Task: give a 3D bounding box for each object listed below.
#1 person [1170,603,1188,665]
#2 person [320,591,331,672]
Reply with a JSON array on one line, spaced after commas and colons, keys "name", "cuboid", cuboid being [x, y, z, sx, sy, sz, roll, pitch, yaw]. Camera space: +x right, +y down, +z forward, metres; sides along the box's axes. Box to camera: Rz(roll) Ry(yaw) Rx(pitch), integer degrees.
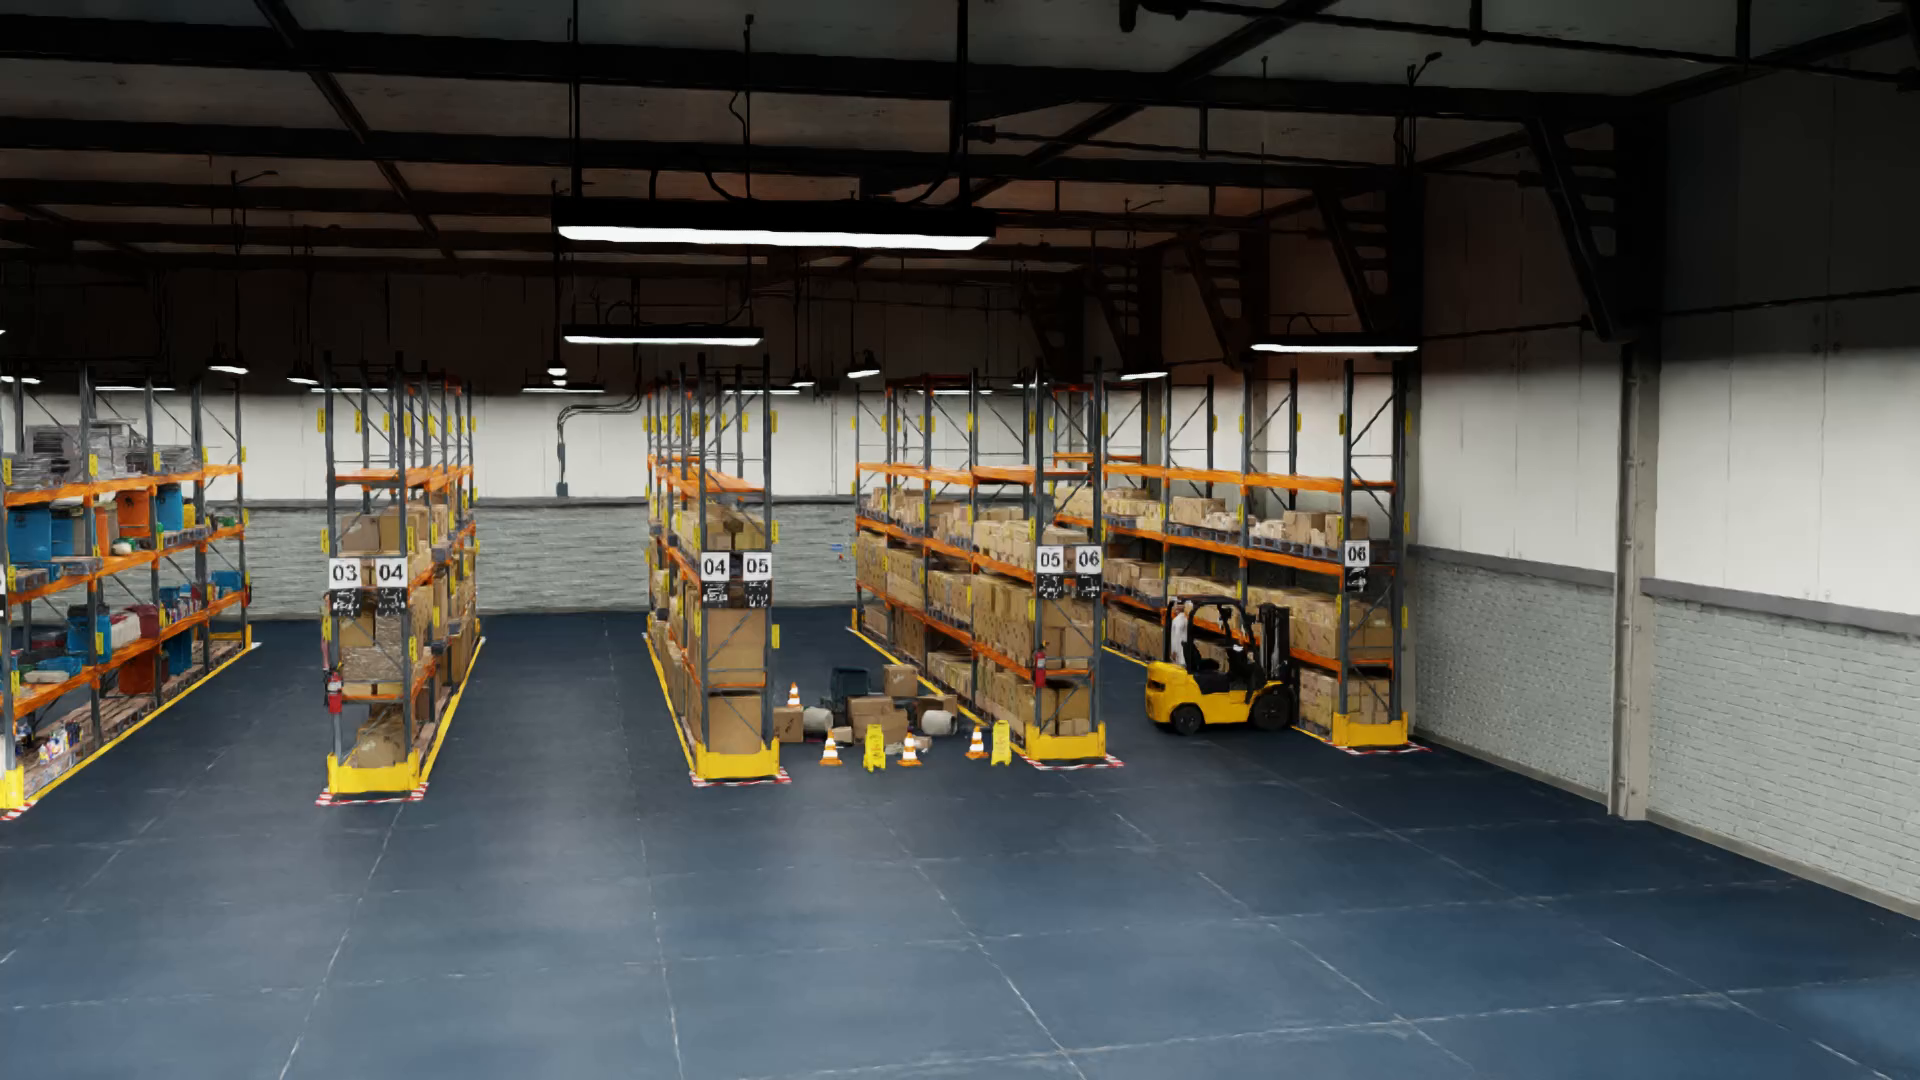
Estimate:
[{"name": "person", "cuboid": [3.943, 1.999, 30.160, 0.641, 1.772, 0.693, 1, 4, 12]}, {"name": "person", "cuboid": [-12.782, 1.840, 33.815, 0.456, 1.613, 1.019, -1, 4, -14]}]
